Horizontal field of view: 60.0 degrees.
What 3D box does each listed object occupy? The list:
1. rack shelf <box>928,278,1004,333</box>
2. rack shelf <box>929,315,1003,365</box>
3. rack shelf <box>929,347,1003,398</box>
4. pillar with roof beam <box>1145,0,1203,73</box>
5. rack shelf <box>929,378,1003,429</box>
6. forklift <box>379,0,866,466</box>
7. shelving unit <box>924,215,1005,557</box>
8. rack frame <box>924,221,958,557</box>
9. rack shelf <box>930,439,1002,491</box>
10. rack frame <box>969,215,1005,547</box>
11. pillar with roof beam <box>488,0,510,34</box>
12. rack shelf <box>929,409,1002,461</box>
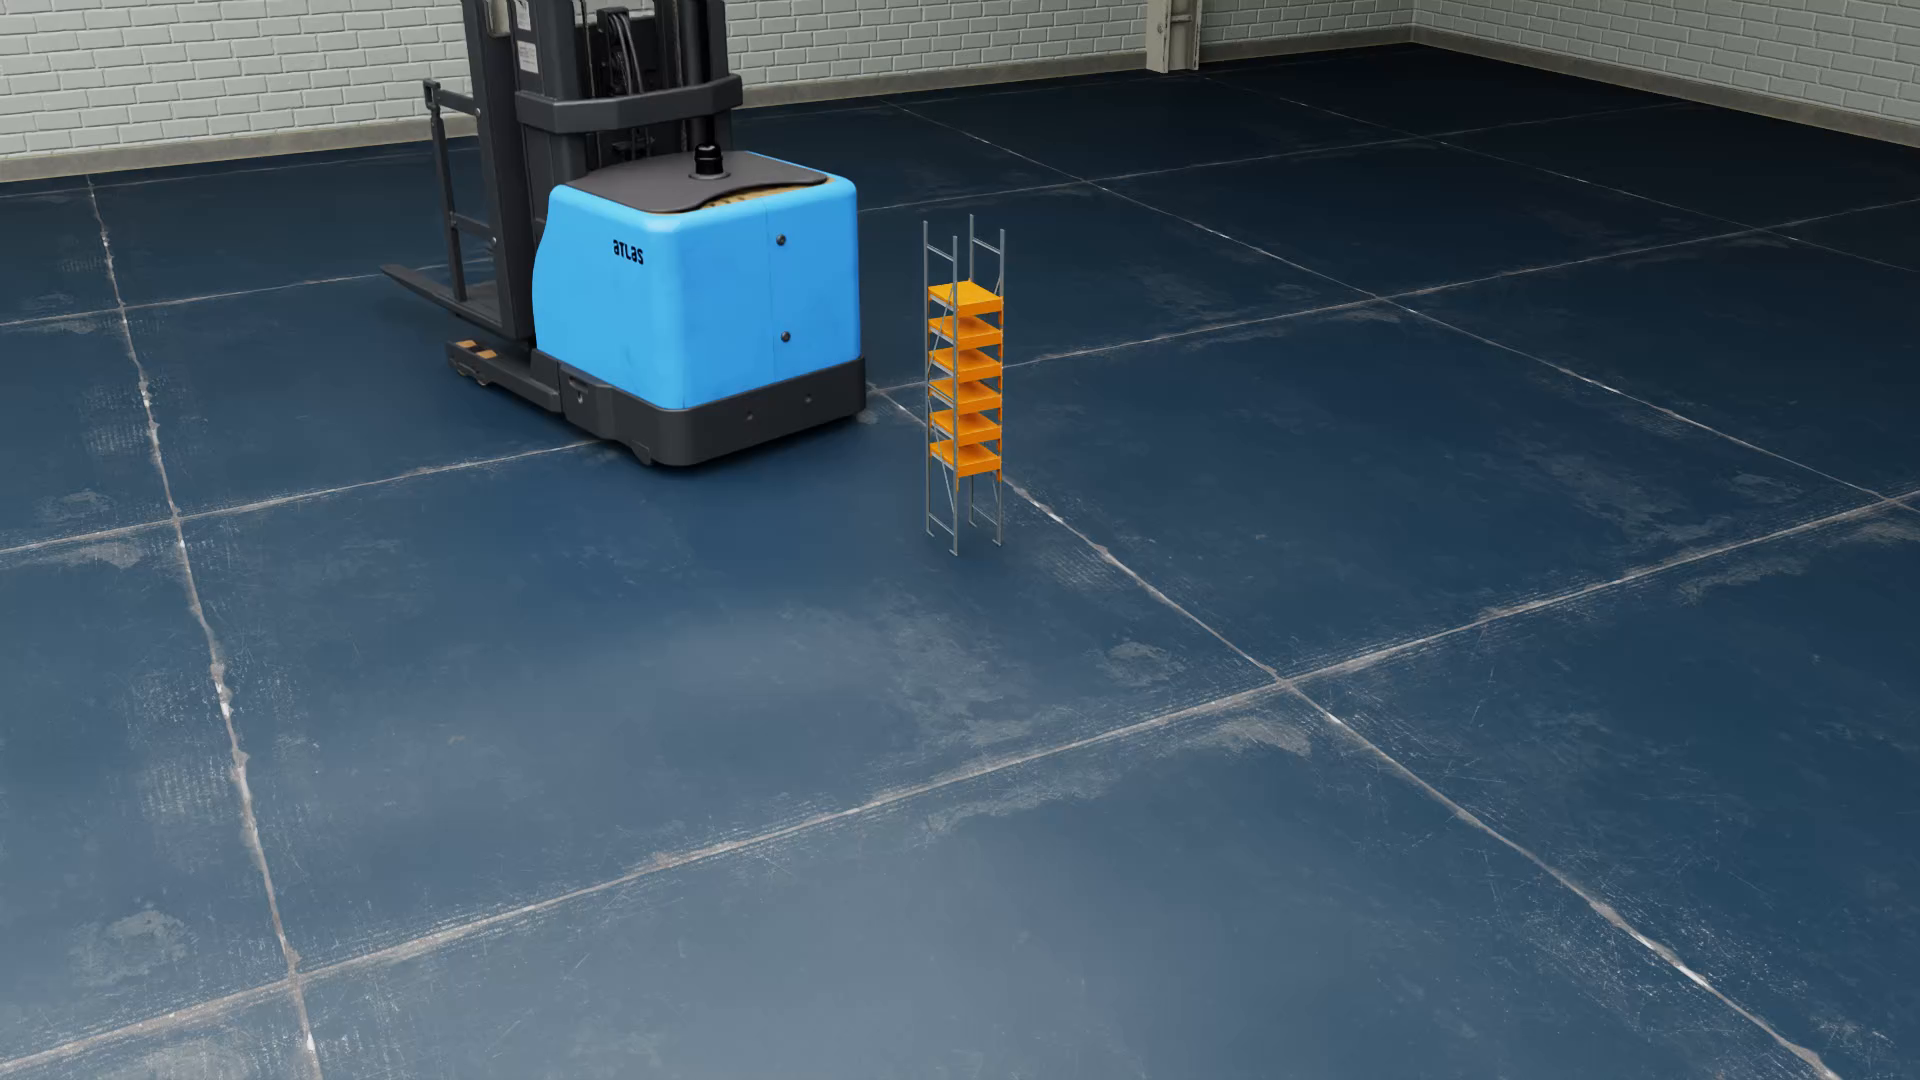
[{"bbox_3d":[0.013,-0.828,5.860,0.180,0.103,0.258,-13,29,-25],"label":"rack shelf"},{"bbox_3d":[0.013,-0.720,5.912,0.180,0.103,0.258,-13,29,-25],"label":"rack shelf"},{"bbox_3d":[0.013,-0.612,5.964,0.180,0.103,0.258,-13,29,-25],"label":"rack shelf"},{"bbox_3d":[3.967,-6.739,9.889,0.400,9.000,9.100,-13,29,-25],"label":"pillar with roof beam"},{"bbox_3d":[0.013,-0.504,6.016,0.180,0.103,0.258,-13,29,-25],"label":"rack shelf"},{"bbox_3d":[-1.778,-2.170,7.384,1.130,2.935,3.031,-22,33,-38],"label":"forklift"},{"bbox_3d":[0.013,-0.544,5.996,0.189,1.200,0.258,-13,29,-25],"label":"shelving unit"},{"bbox_3d":[-0.068,-0.525,5.958,0.006,1.200,0.240,-13,29,-25],"label":"rack frame"},{"bbox_3d":[0.013,-0.287,6.120,0.180,0.103,0.258,-13,29,-25],"label":"rack shelf"},{"bbox_3d":[0.093,-0.562,6.035,0.006,1.200,0.240,-13,29,-25],"label":"rack frame"},{"bbox_3d":[-1.327,-5.517,7.344,0.400,9.000,9.100,-13,29,-25],"label":"pillar with roof beam"},{"bbox_3d":[0.013,-0.396,6.068,0.180,0.103,0.258,-13,29,-25],"label":"rack shelf"}]
